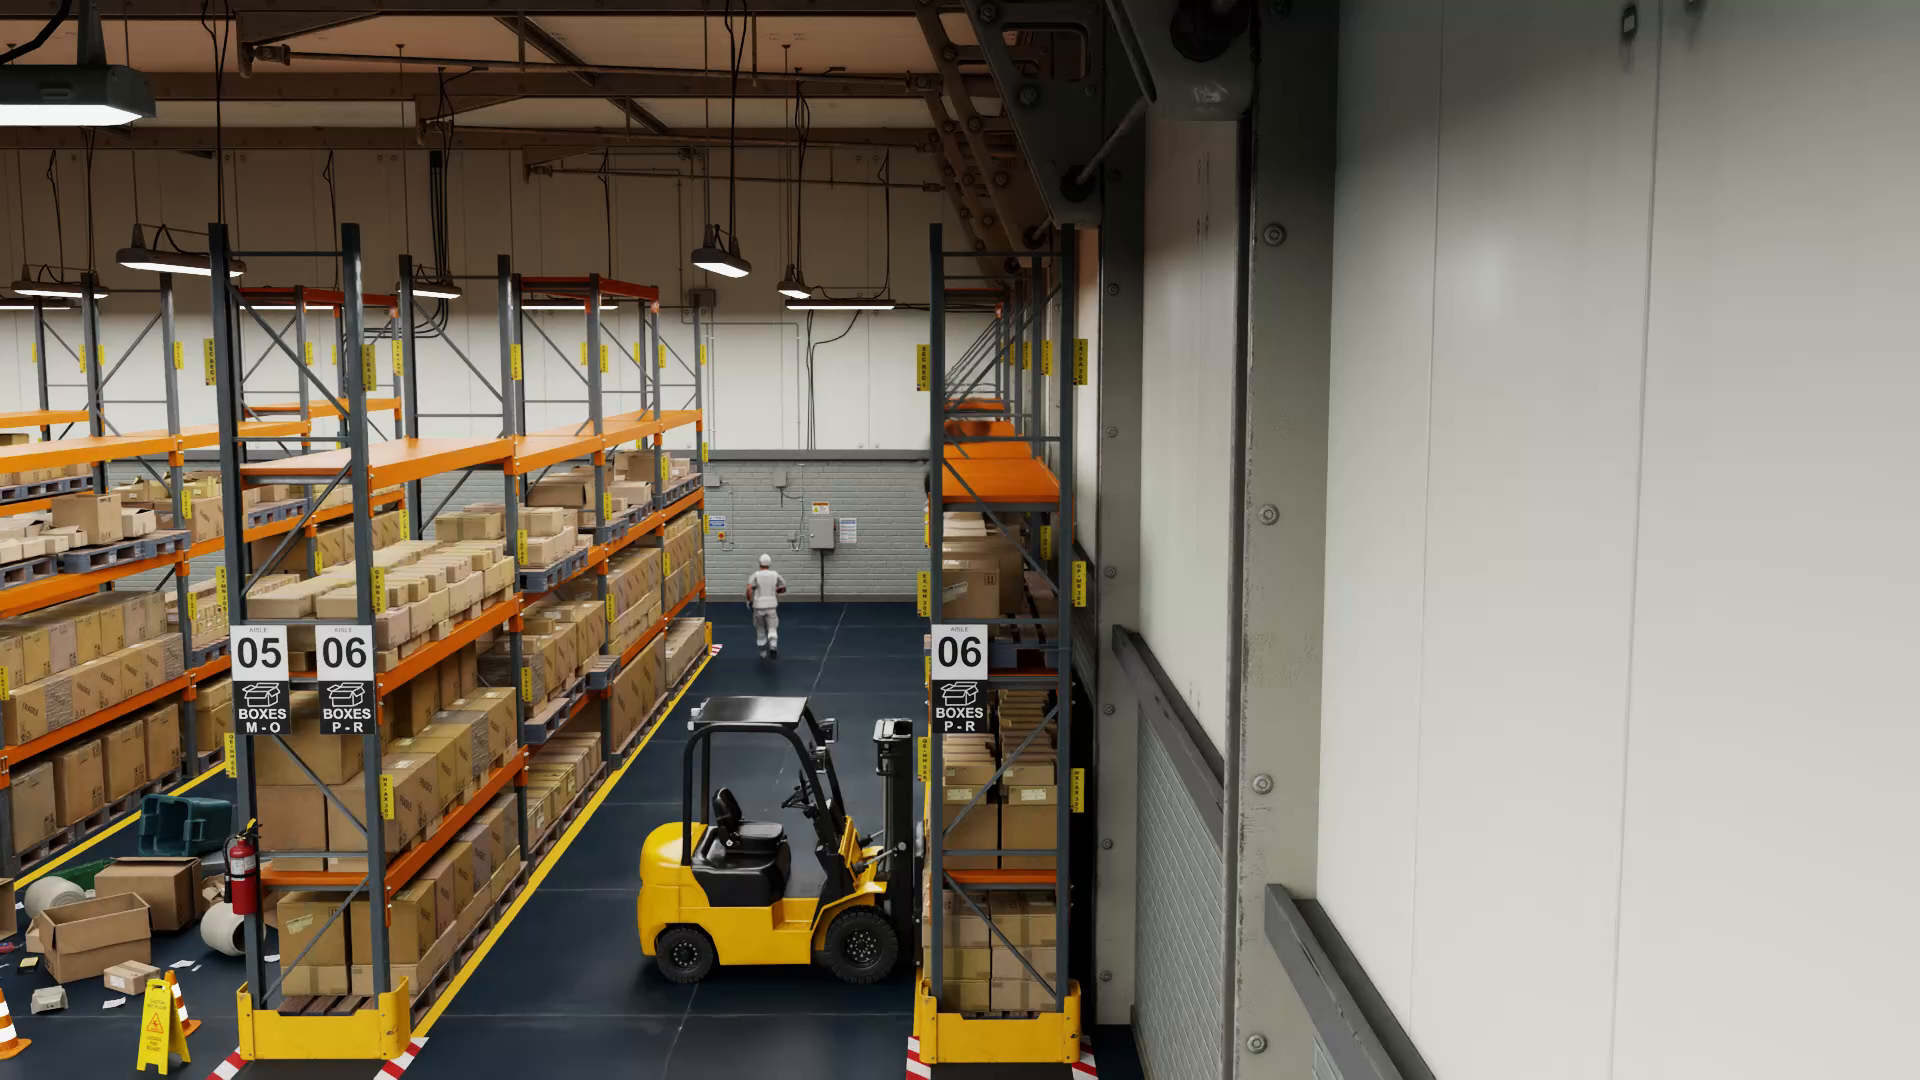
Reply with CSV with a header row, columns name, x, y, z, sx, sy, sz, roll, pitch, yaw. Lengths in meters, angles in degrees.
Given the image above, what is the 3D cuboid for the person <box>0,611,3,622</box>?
name,x,y,z,sx,sy,sz,roll,pitch,yaw
person,-12.778,1.703,22.088,0.666,1.768,0.957,-1,7,-7

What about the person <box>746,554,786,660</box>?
name,x,y,z,sx,sy,sz,roll,pitch,yaw
person,-3.154,1.112,27.041,0.683,1.768,0.928,-2,7,-15
